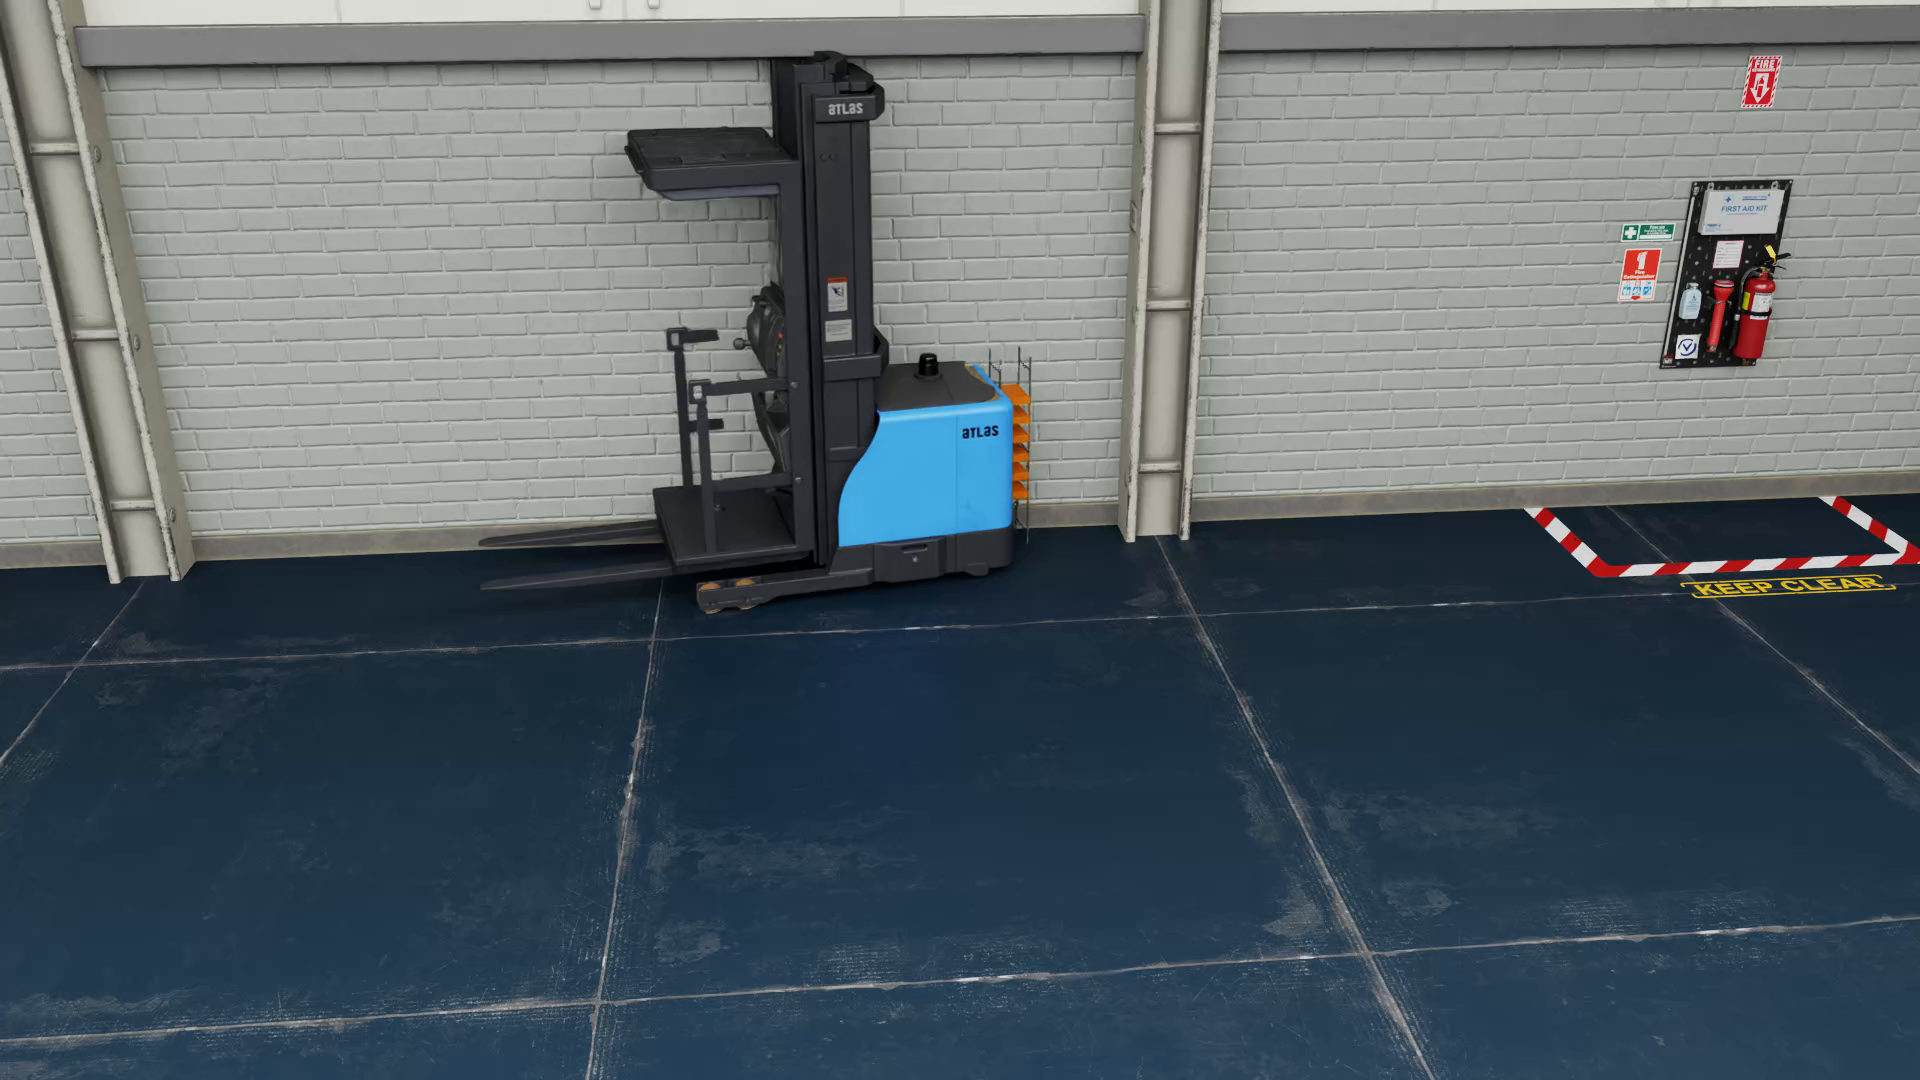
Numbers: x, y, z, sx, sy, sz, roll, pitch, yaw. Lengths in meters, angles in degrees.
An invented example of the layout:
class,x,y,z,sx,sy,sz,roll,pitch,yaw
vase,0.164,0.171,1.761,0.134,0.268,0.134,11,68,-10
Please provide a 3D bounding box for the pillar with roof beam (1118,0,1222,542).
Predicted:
class,x,y,z,sx,sy,sz,roll,pitch,yaw
pillar with roof beam,1.626,-2.429,4.635,0.400,9.000,9.100,-2,24,-5

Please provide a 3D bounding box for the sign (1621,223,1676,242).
class,x,y,z,sx,sy,sz,roll,pitch,yaw
sign,4.156,-1.858,10.042,0.331,0.109,0.001,-2,24,-5

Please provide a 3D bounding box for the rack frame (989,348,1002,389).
class,x,y,z,sx,sy,sz,roll,pitch,yaw
rack frame,0.206,-0.543,9.994,0.006,1.200,0.240,-7,25,-14

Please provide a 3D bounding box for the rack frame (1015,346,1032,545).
class,x,y,z,sx,sy,sz,roll,pitch,yaw
rack frame,0.382,-0.563,10.039,0.006,1.200,0.240,-7,25,-14

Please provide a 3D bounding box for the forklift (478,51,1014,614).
class,x,y,z,sx,sy,sz,roll,pitch,yaw
forklift,-1.258,-1.166,9.265,3.031,2.935,1.130,-7,25,-14

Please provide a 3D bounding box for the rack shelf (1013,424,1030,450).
class,x,y,z,sx,sy,sz,roll,pitch,yaw
rack shelf,0.294,-0.622,9.986,0.180,0.103,0.258,-7,25,-14

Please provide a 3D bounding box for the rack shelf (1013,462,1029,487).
class,x,y,z,sx,sy,sz,roll,pitch,yaw
rack shelf,0.294,-0.403,10.084,0.180,0.103,0.258,-7,25,-14

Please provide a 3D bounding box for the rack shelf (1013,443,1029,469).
class,x,y,z,sx,sy,sz,roll,pitch,yaw
rack shelf,0.294,-0.512,10.035,0.180,0.103,0.258,-7,25,-14

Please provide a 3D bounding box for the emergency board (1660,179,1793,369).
class,x,y,z,sx,sy,sz,roll,pitch,yaw
emergency board,4.711,-1.584,10.120,0.643,1.169,0.194,-2,24,-5

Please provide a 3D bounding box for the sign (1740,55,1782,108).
class,x,y,z,sx,sy,sz,roll,pitch,yaw
sign,4.693,-2.683,9.739,0.199,0.298,0.001,-2,24,-5

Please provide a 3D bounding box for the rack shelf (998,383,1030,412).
class,x,y,z,sx,sy,sz,roll,pitch,yaw
rack shelf,0.294,-0.841,9.889,0.180,0.103,0.258,-7,25,-14

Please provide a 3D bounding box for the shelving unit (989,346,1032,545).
class,x,y,z,sx,sy,sz,roll,pitch,yaw
shelving unit,0.294,-0.553,10.017,0.189,1.200,0.258,-7,25,-14

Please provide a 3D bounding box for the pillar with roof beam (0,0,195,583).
class,x,y,z,sx,sy,sz,roll,pitch,yaw
pillar with roof beam,-4.345,-2.189,4.096,0.400,9.000,9.100,-2,24,-5

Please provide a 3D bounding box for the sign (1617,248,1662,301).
class,x,y,z,sx,sy,sz,roll,pitch,yaw
sign,4.151,-1.620,10.157,0.234,0.329,0.001,-2,24,-5

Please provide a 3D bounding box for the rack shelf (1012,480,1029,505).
class,x,y,z,sx,sy,sz,roll,pitch,yaw
rack shelf,0.294,-0.293,10.132,0.180,0.103,0.258,-7,25,-14

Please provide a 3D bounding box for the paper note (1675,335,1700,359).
class,x,y,z,sx,sy,sz,roll,pitch,yaw
paper note,4.528,-1.202,10.346,0.142,0.148,0.016,-2,24,-5

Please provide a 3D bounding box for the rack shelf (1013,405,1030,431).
class,x,y,z,sx,sy,sz,roll,pitch,yaw
rack shelf,0.294,-0.732,9.937,0.180,0.103,0.258,-7,25,-14
